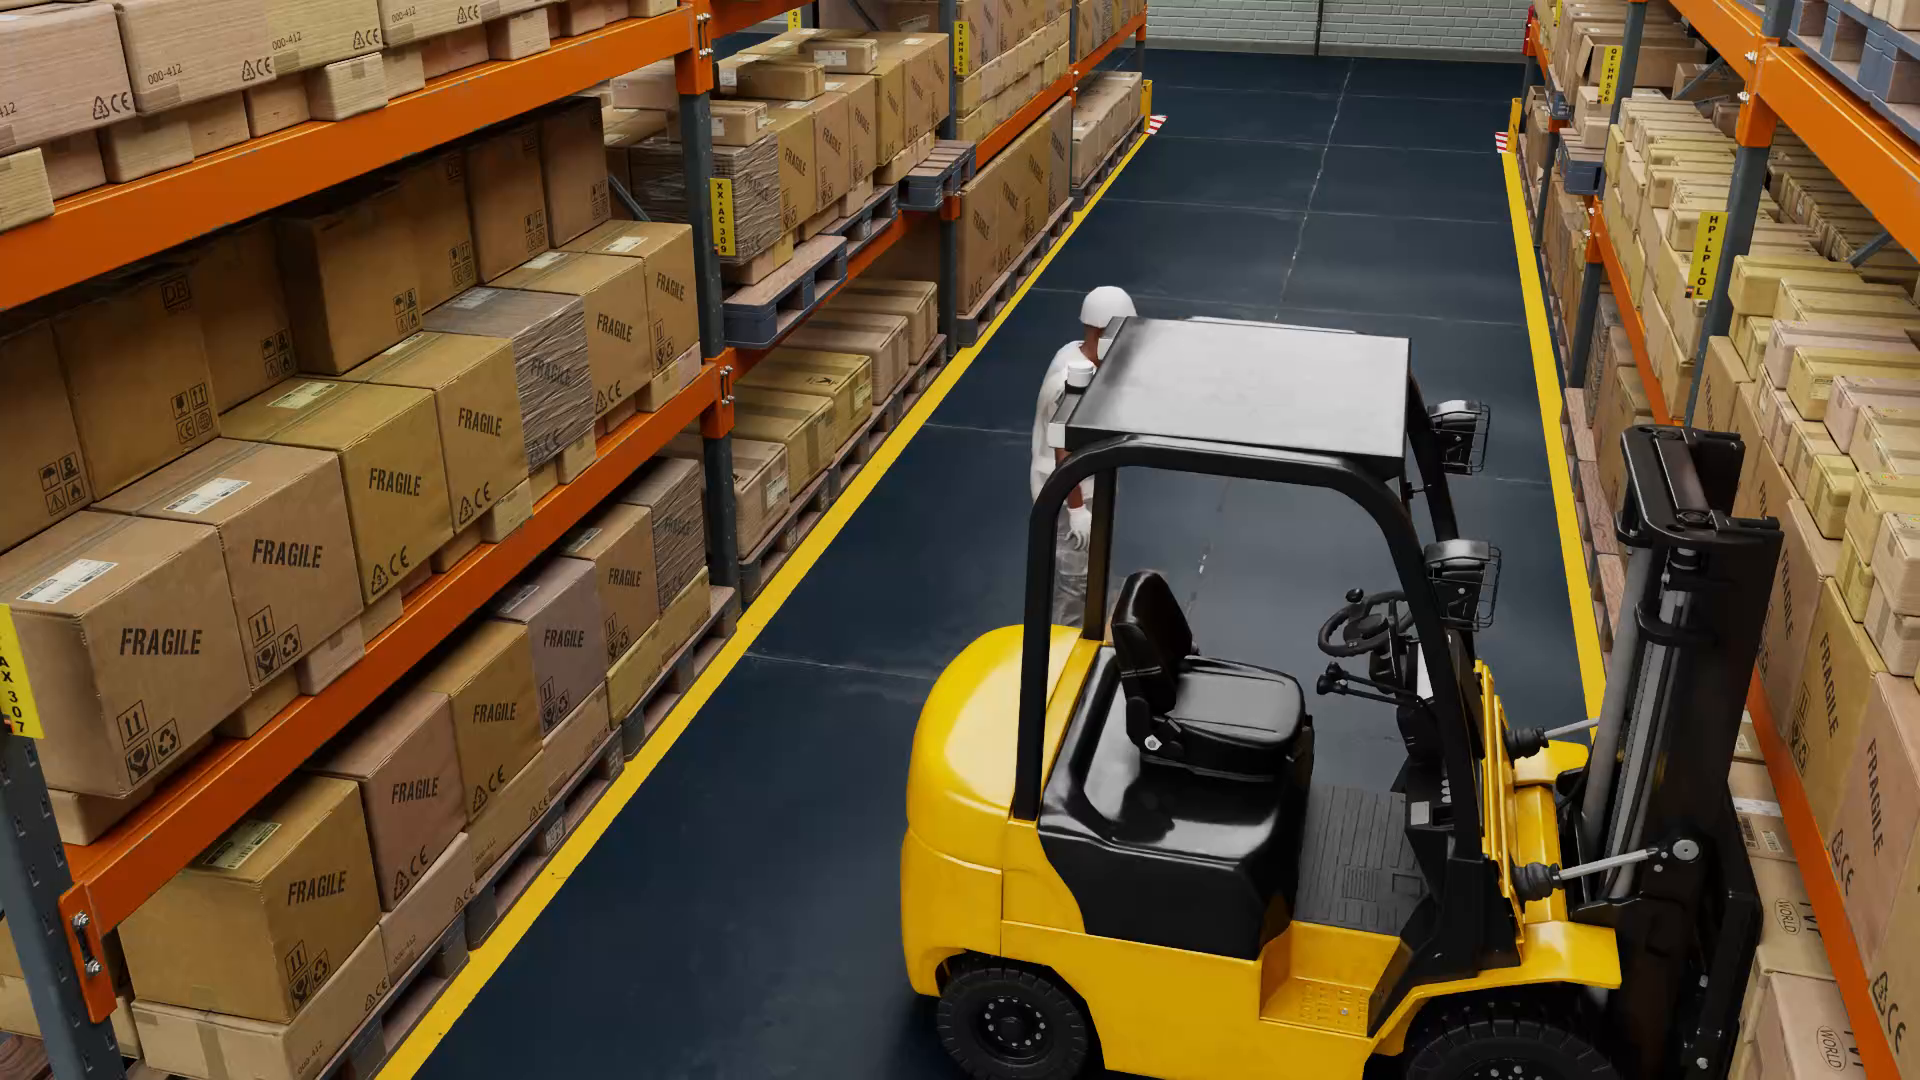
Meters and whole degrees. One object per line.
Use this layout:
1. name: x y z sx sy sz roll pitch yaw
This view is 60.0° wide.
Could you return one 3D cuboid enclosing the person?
1. person: 0.527 -0.201 7.026 0.449 1.773 0.620 5 26 10
